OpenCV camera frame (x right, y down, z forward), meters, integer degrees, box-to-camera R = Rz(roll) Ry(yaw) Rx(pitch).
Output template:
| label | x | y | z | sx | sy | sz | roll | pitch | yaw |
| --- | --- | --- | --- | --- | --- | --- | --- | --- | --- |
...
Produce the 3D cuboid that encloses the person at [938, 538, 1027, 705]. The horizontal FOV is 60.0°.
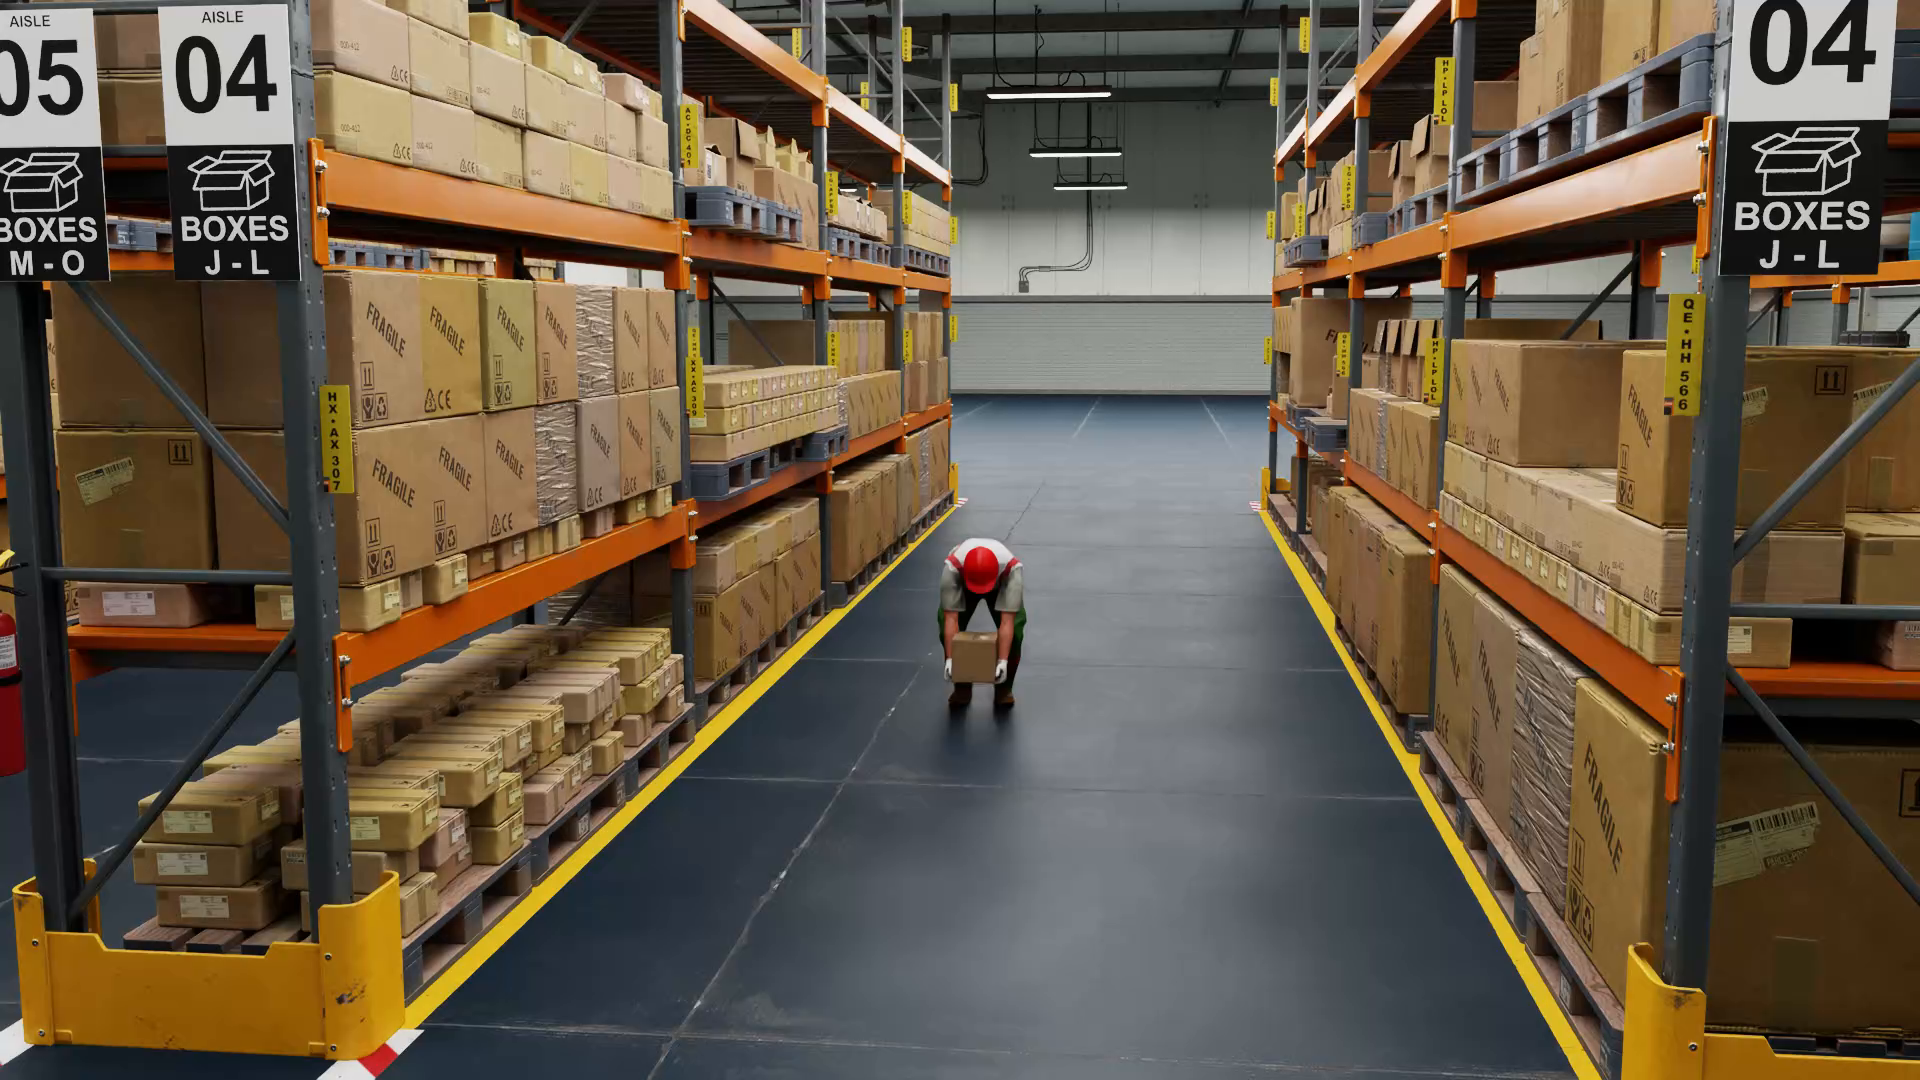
| label | x | y | z | sx | sy | sz | roll | pitch | yaw |
| --- | --- | --- | --- | --- | --- | --- | --- | --- | --- |
| person | 0.126 | 0.495 | 9.852 | 0.533 | 1.026 | 0.958 | 0 | 8 | 3 |
